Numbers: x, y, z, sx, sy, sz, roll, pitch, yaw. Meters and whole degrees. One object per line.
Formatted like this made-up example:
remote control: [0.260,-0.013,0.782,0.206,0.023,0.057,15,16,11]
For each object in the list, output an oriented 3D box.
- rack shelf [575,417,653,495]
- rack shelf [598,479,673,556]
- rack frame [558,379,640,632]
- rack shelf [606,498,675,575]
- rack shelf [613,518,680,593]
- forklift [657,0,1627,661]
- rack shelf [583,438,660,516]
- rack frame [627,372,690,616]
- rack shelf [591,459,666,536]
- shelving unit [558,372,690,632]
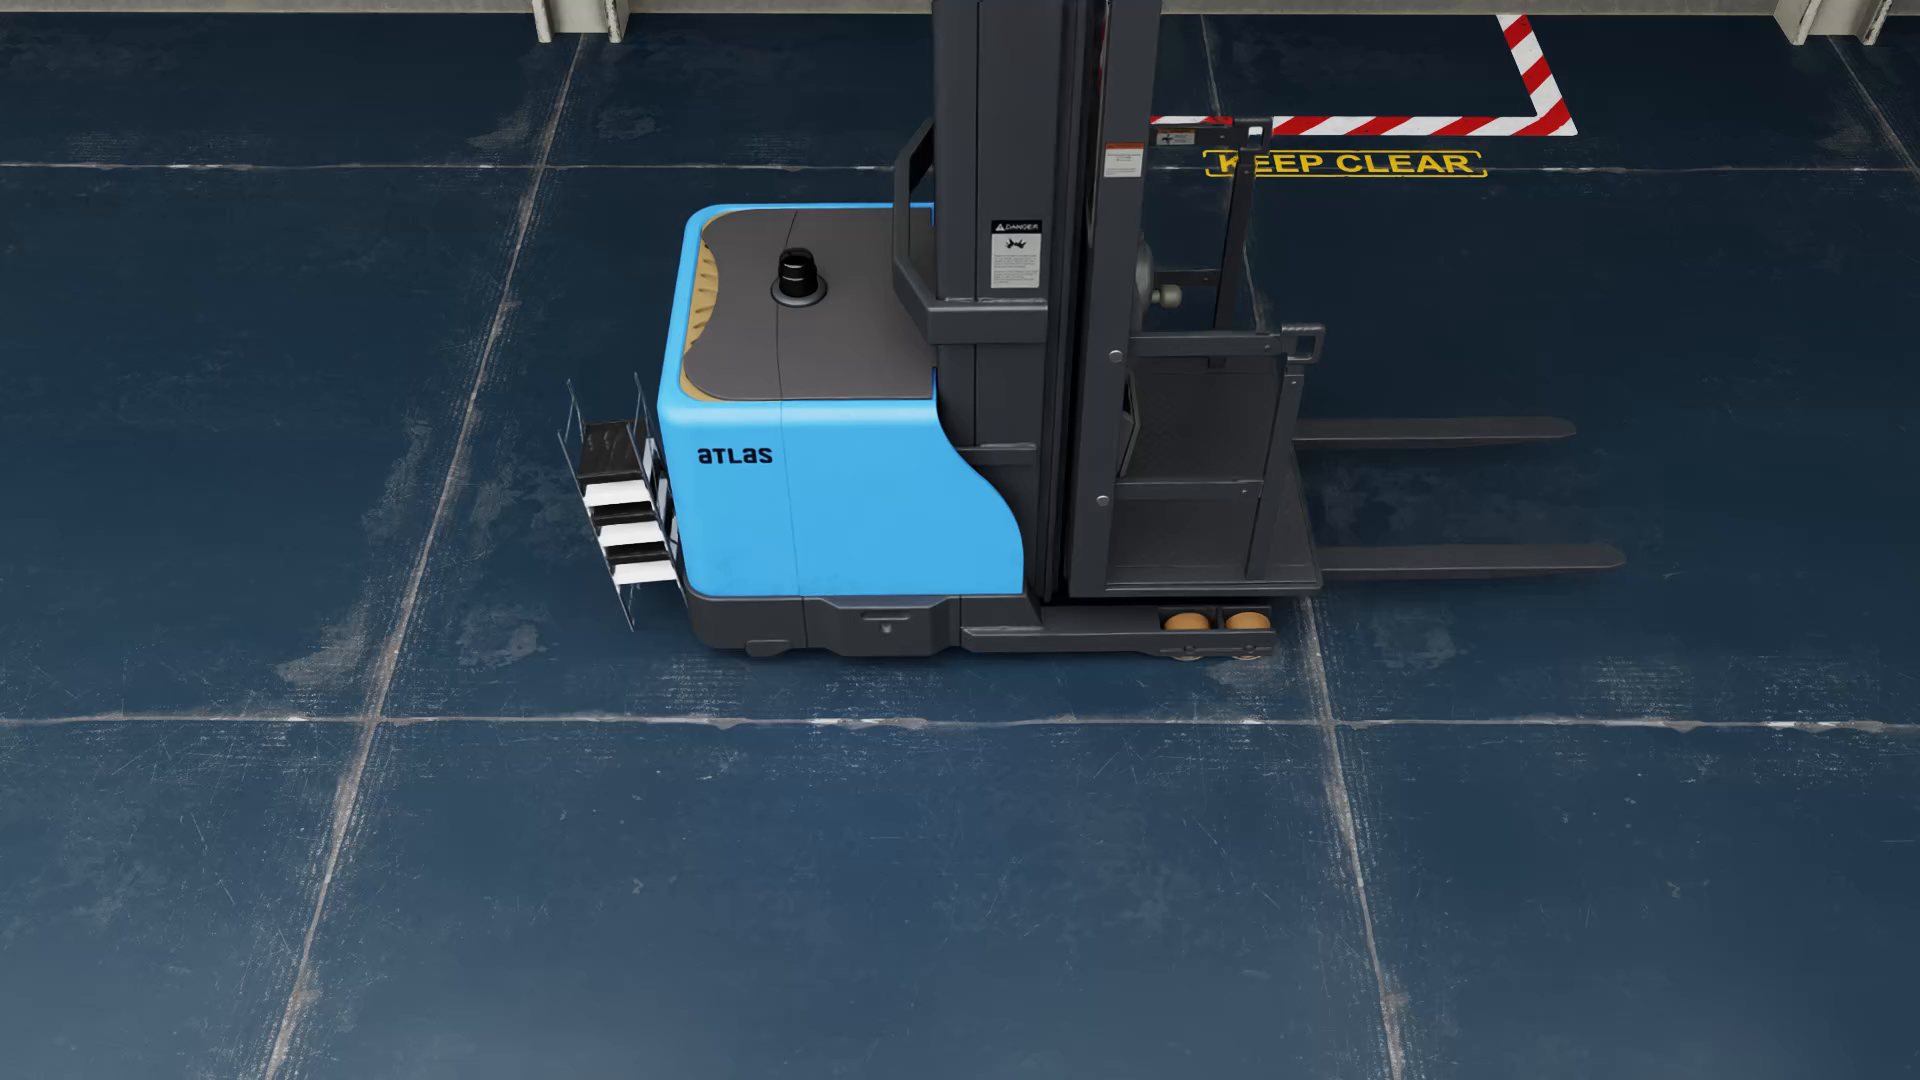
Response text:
rack shelf: [-1.044,-0.259,5.043,0.200,0.077,0.258,-5,47,3]
rack shelf: [-1.019,-0.077,5.241,0.200,0.077,0.258,-5,47,3]
rack frame: [-1.123,-0.090,5.221,0.006,0.900,0.240,-5,47,3]
rack shelf: [-1.010,-0.016,5.306,0.200,0.077,0.258,-5,47,3]
rack shelf: [-1.001,0.045,5.372,0.200,0.077,0.258,-5,47,3]
forklift: [0.640,-0.999,4.678,3.031,2.935,1.130,-1,47,-1]
rack shelf: [-1.036,-0.198,5.109,0.200,0.077,0.258,-5,47,3]
rack frame: [-0.921,-0.108,5.212,0.006,0.900,0.240,-5,47,3]
rack shelf: [-1.027,-0.137,5.175,0.200,0.077,0.258,-5,47,3]
shelving unit: [-1.022,-0.099,5.216,0.210,0.900,0.258,-5,47,3]
